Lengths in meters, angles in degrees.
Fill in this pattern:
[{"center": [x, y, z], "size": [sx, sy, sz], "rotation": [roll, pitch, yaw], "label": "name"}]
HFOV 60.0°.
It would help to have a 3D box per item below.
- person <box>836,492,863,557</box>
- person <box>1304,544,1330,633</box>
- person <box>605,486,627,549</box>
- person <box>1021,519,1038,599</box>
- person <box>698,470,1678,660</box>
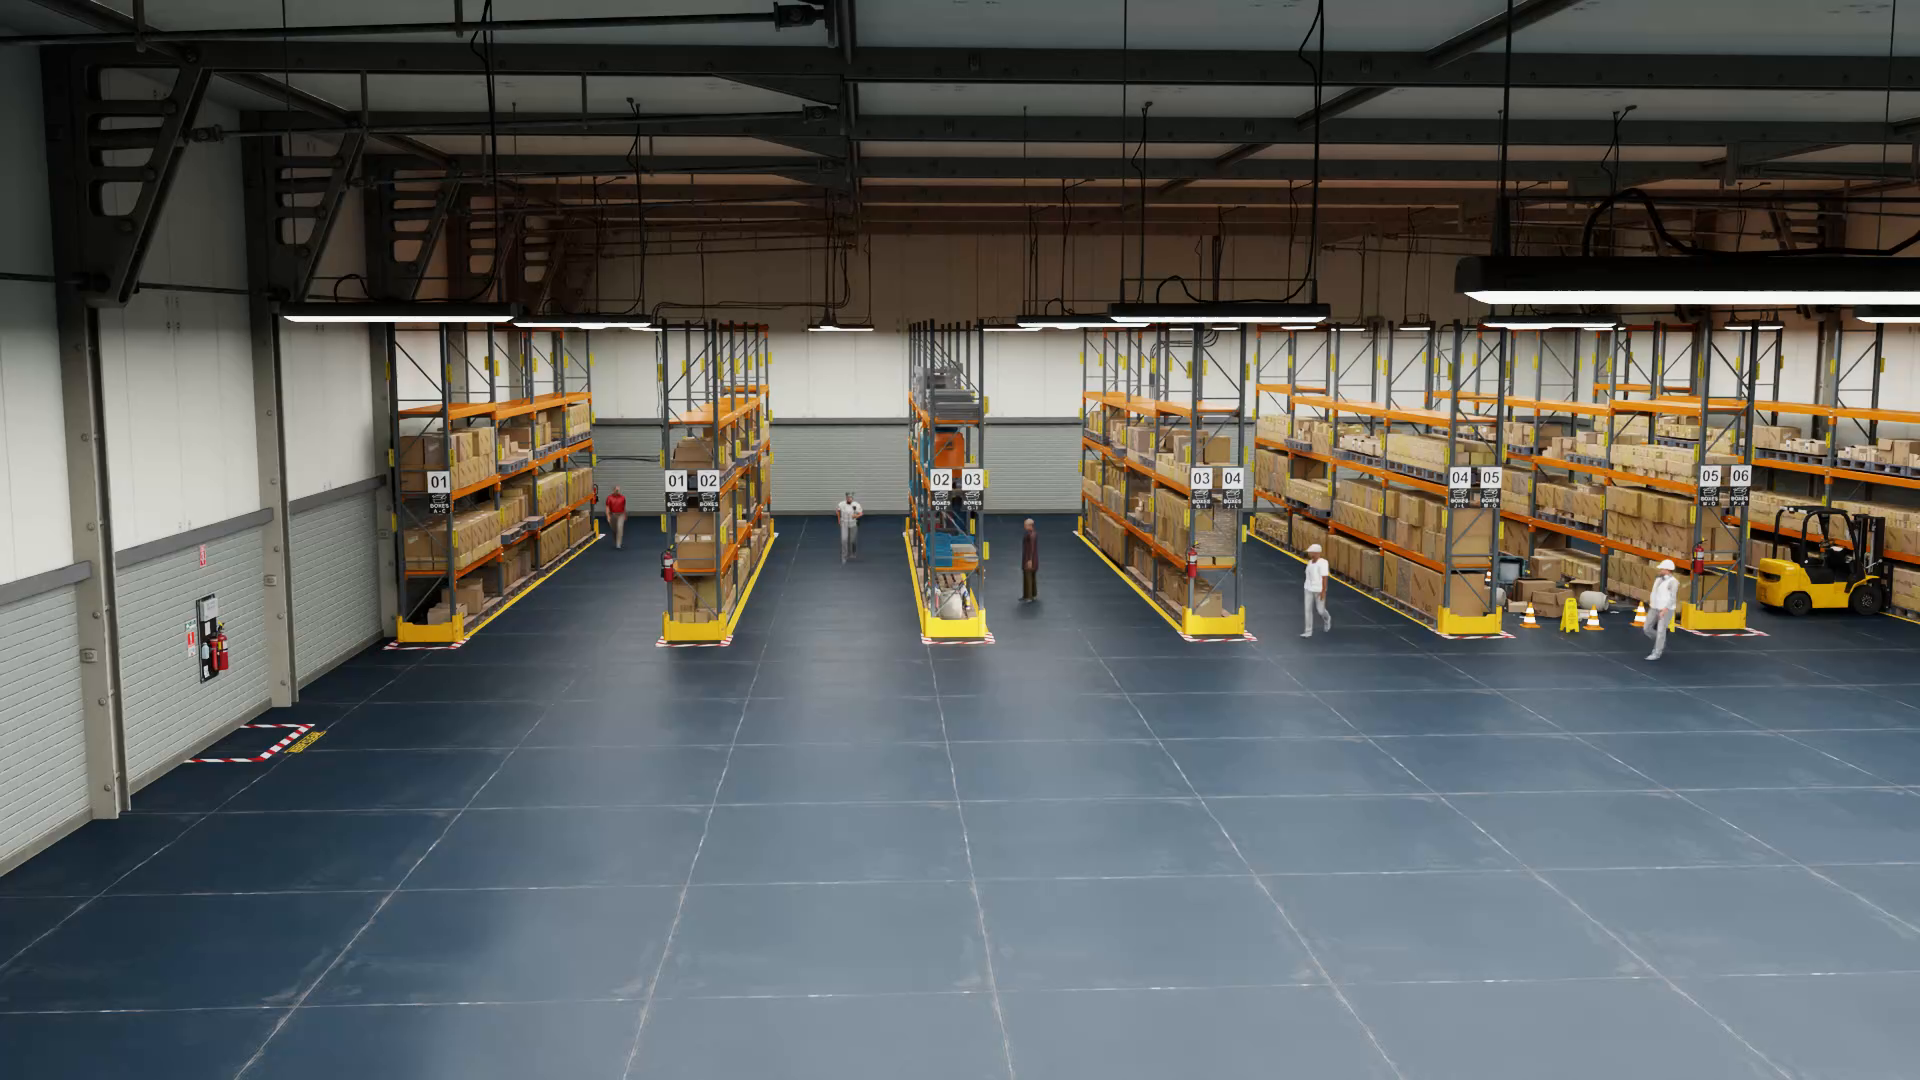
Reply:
[{"center": [-2.796, -0.407, 42.080], "size": [0.686, 1.661, 0.730], "rotation": [0, 7, 1], "label": "person"}, {"center": [6.816, 0.913, 31.633], "size": [0.499, 1.692, 0.597], "rotation": [5, 8, 33], "label": "person"}, {"center": [-9.234, -0.615, 44.570], "size": [0.505, 1.685, 1.032], "rotation": [0, 7, 1], "label": "person"}, {"center": [1.505, 0.390, 35.743], "size": [0.348, 1.708, 0.596], "rotation": [2, 7, 16], "label": "person"}, {"center": [3.935, 0.406, 30.207], "size": [13.916, 3.185, 11.060], "rotation": [-4, 8, -32], "label": "person"}]
